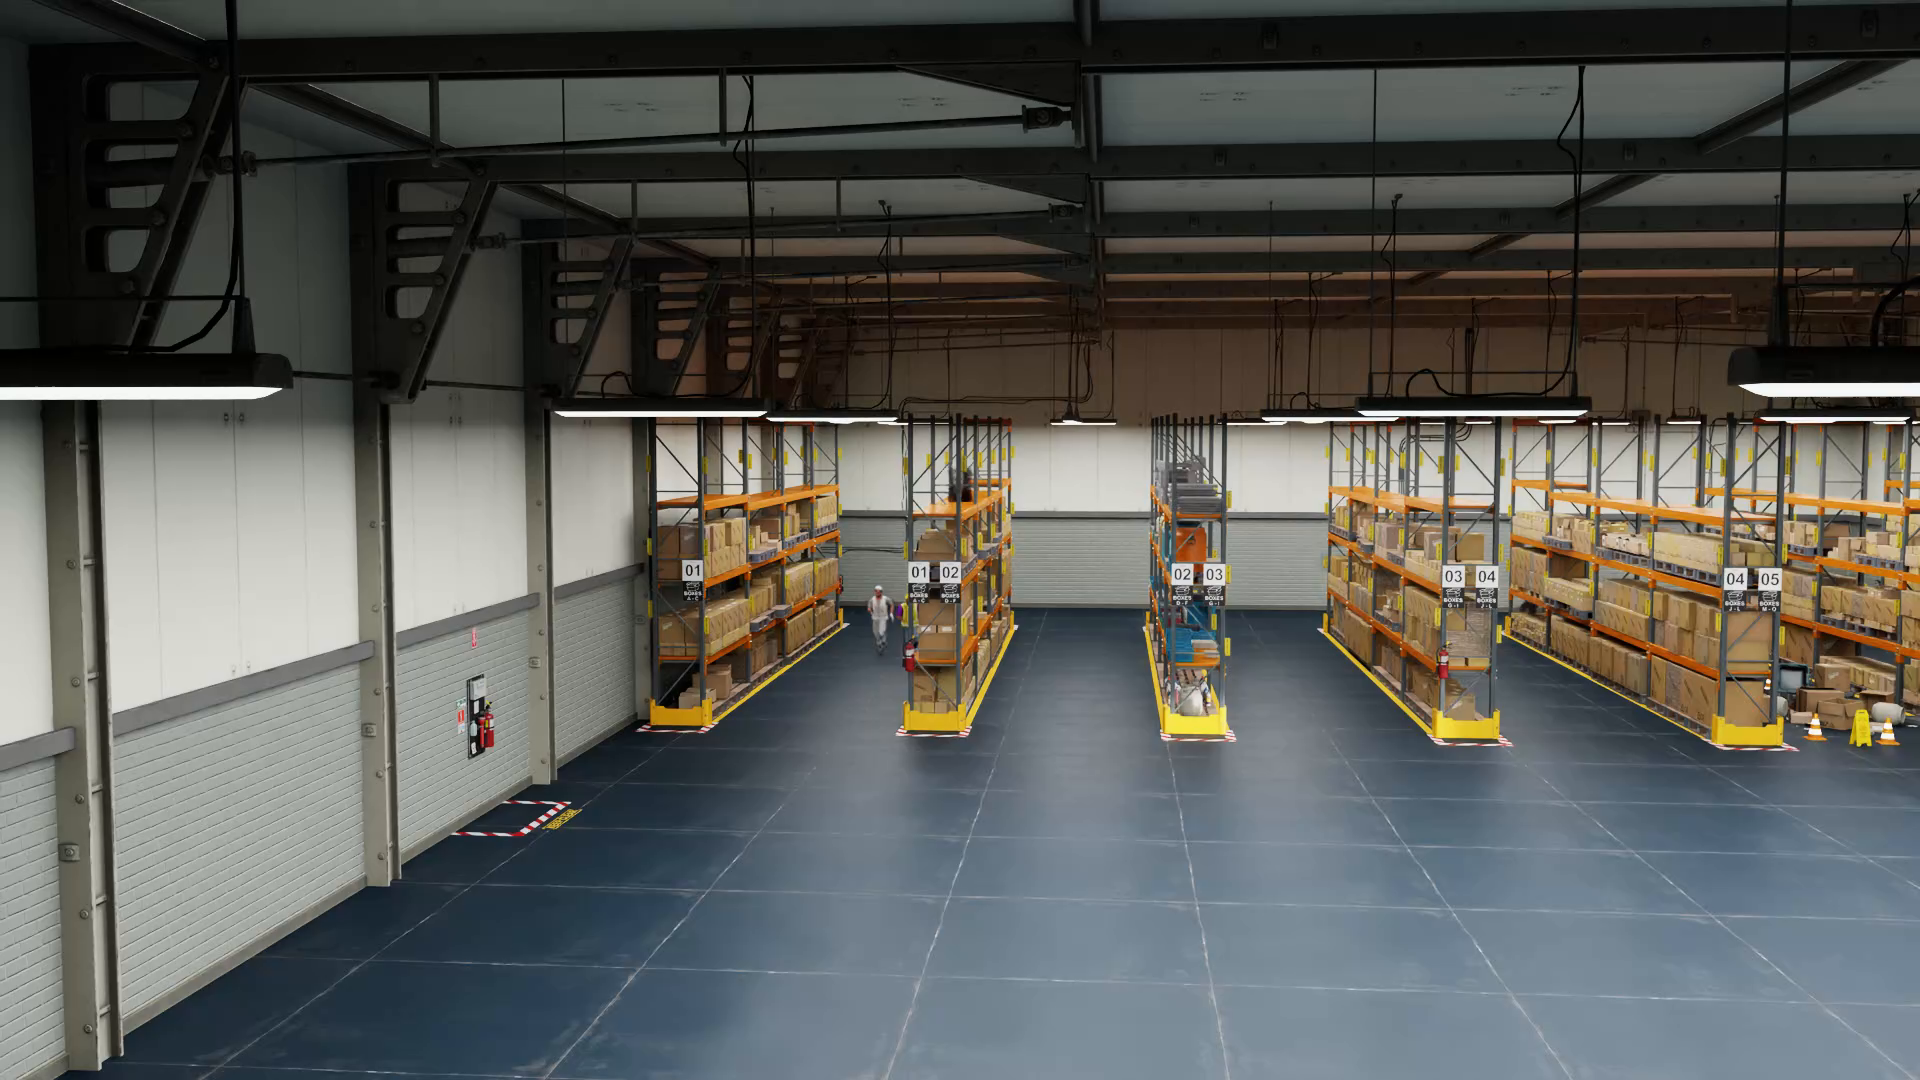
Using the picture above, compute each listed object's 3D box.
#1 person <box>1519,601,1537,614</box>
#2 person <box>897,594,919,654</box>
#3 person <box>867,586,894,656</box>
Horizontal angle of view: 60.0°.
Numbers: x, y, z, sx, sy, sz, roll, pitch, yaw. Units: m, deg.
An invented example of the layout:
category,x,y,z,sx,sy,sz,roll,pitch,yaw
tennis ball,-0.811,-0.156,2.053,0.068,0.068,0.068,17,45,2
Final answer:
category,x,y,z,sx,sy,sz,roll,pitch,yaw
person,16.220,1.822,47.156,0.642,1.527,0.624,0,4,-1
person,-1.215,2.119,41.106,0.722,1.653,0.901,0,4,-7
person,-2.009,2.024,41.720,0.645,1.766,0.776,1,4,12
